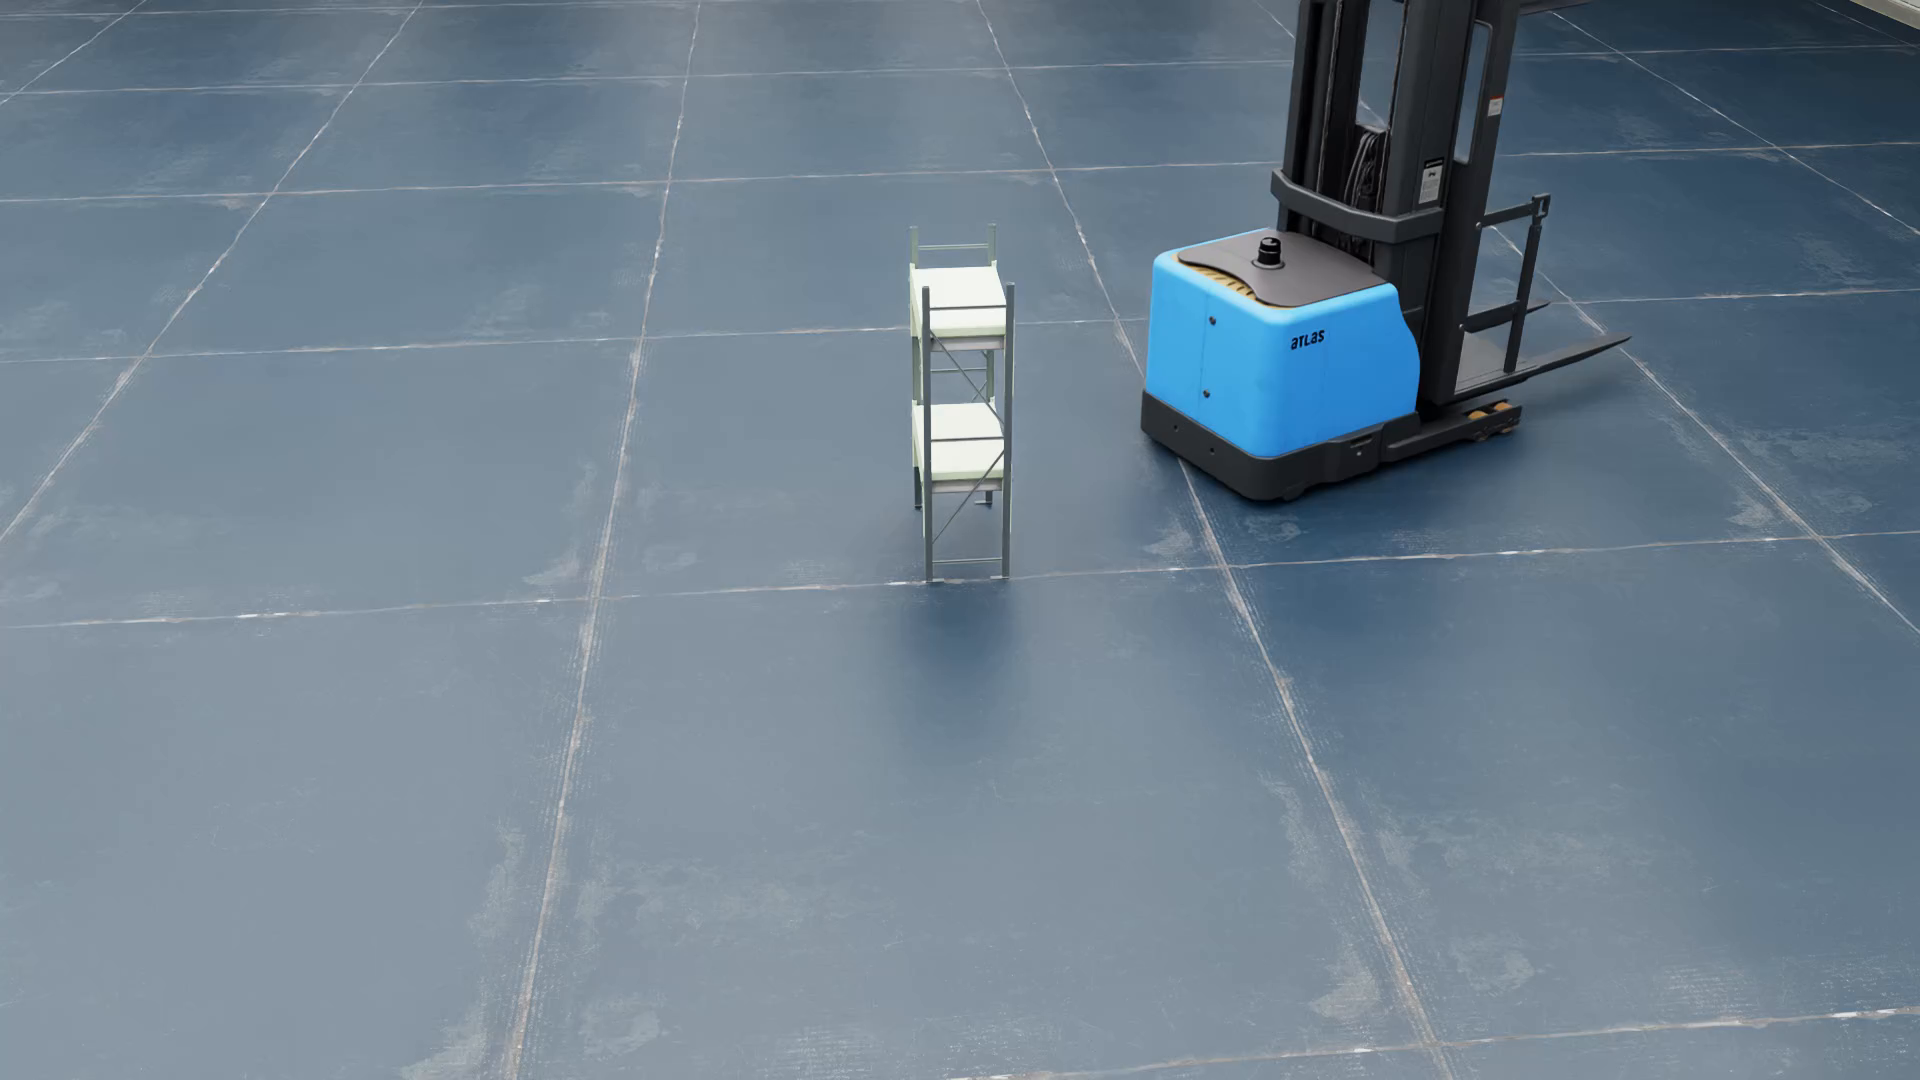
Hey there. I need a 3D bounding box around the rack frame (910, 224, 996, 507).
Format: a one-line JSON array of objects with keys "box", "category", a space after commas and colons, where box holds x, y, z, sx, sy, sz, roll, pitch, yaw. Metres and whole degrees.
[{"box": [-0.034, -0.827, 8.173, 0.400, 1.500, 0.023, -3, 31, -5], "category": "rack frame"}]

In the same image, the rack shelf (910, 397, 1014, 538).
[{"box": [0.001, -0.361, 8.027, 0.431, 0.370, 0.720, -3, 31, -5], "category": "rack shelf"}]

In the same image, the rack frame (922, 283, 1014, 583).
[{"box": [0.035, -0.454, 7.547, 0.400, 1.500, 0.023, -3, 31, -5], "category": "rack frame"}]

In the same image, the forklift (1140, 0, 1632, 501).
[{"box": [2.515, -2.013, 8.762, 3.031, 2.935, 1.130, -18, 35, -27], "category": "forklift"}]

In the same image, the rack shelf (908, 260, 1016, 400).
[{"box": [0.001, -0.976, 7.660, 0.431, 0.370, 0.720, -3, 31, -5], "category": "rack shelf"}]

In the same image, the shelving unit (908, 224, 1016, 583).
[{"box": [0.001, -0.640, 7.860, 0.431, 1.500, 0.755, -3, 31, -5], "category": "shelving unit"}]
